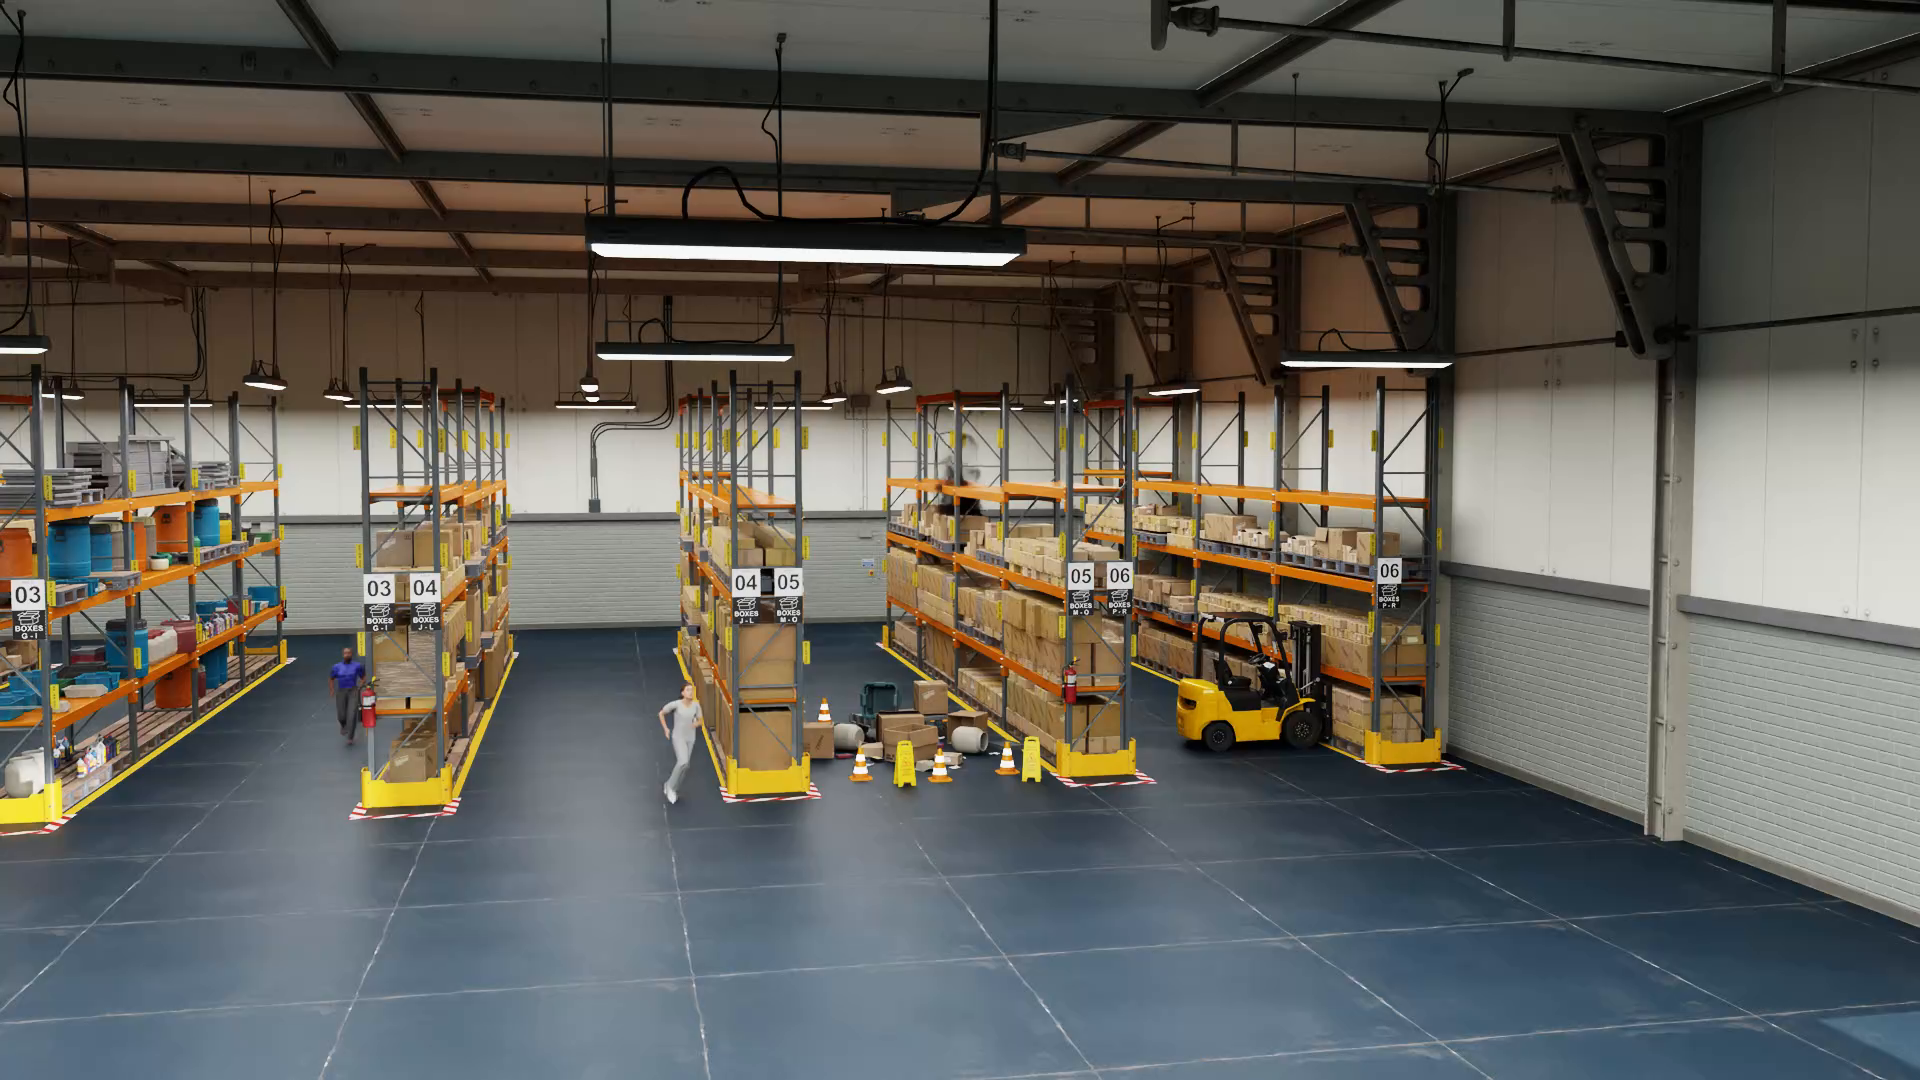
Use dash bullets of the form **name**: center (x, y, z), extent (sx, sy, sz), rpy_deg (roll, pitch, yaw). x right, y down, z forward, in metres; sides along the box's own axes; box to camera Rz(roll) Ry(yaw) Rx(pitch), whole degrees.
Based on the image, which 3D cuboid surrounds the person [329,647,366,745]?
- **person**: center (-10.109, 2.567, 27.464), extent (0.588, 1.606, 0.563), rpy_deg (-1, 4, -18)

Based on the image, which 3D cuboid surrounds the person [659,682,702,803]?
- **person**: center (-3.859, 2.806, 23.208), extent (0.552, 1.649, 0.647), rpy_deg (-3, 4, -40)
